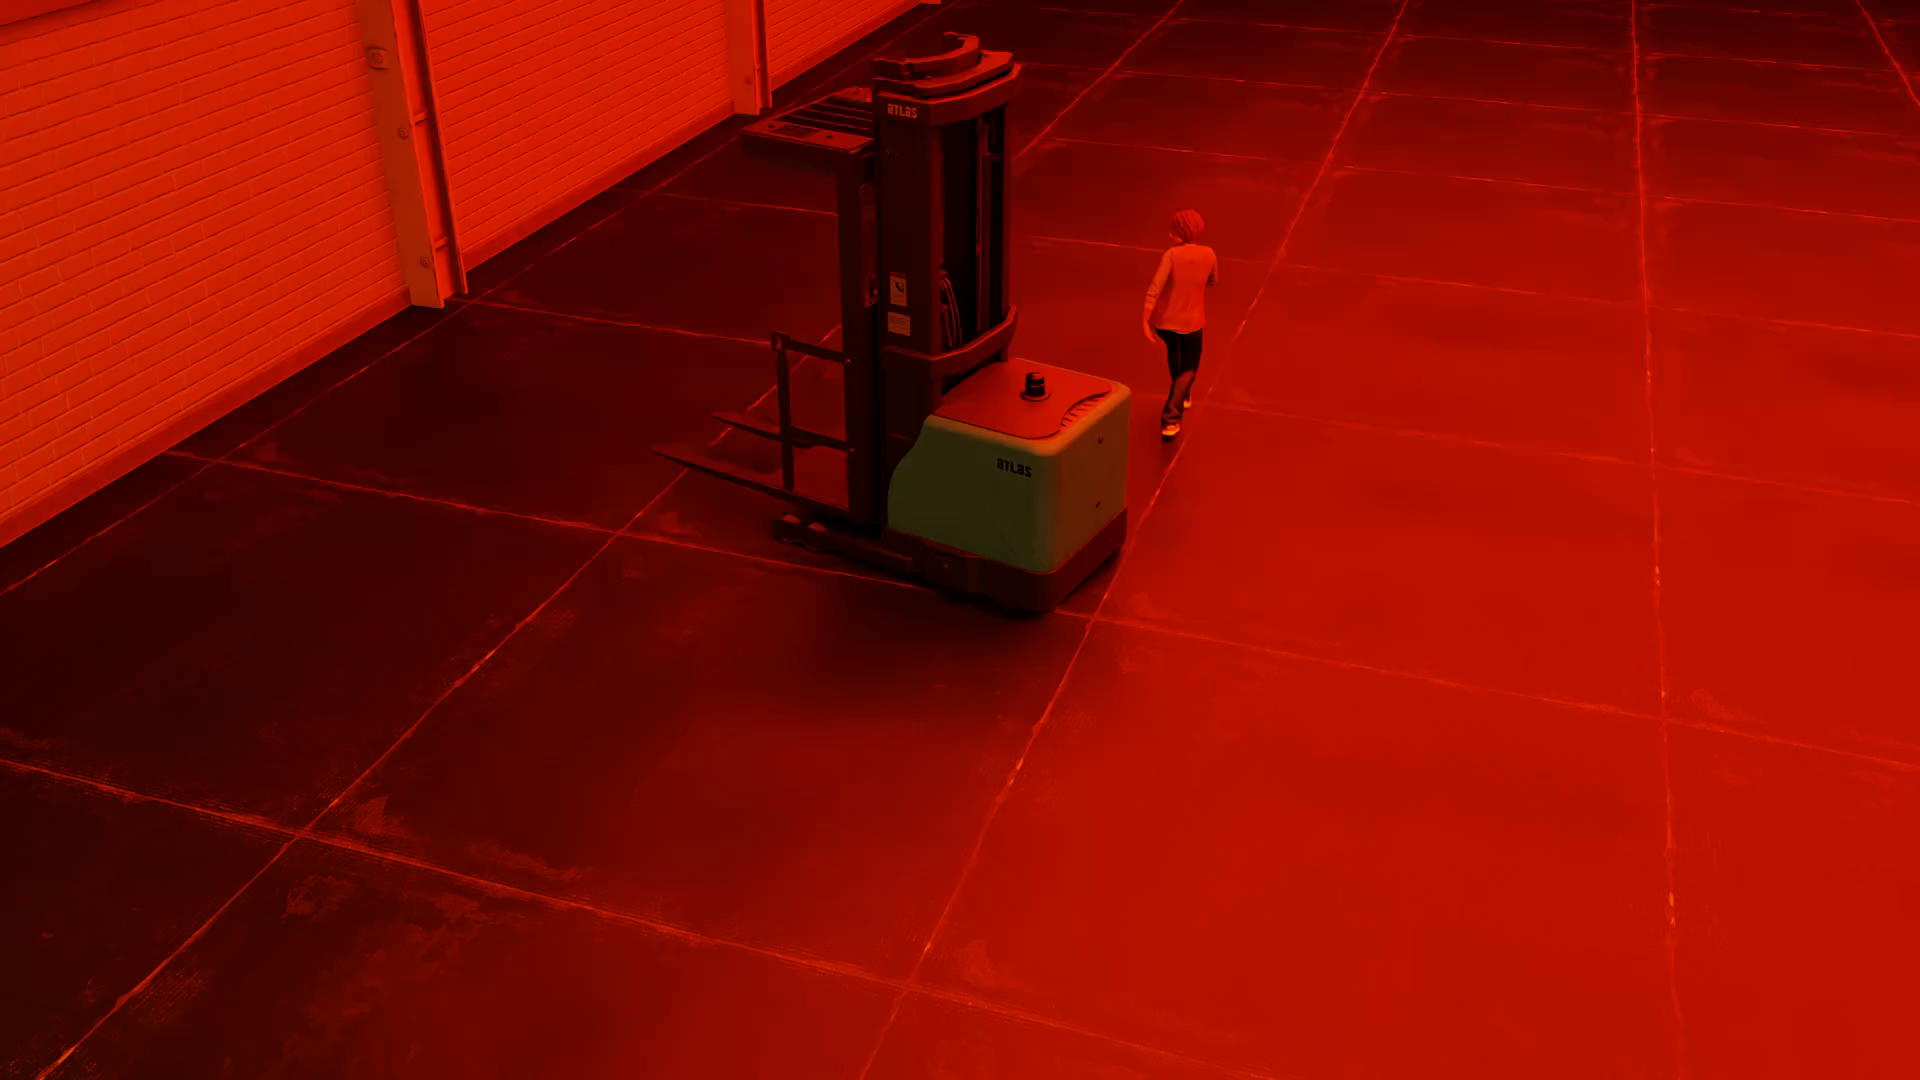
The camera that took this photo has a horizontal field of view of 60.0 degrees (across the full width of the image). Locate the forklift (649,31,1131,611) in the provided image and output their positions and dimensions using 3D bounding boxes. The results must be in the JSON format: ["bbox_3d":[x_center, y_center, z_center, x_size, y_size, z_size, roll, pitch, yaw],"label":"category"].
[{"bbox_3d":[-0.533,-1.411,9.612,3.031,2.935,1.130,17,34,27],"label":"forklift"}]

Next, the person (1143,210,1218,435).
[{"bbox_3d":[1.488,-1.478,11.190,0.429,1.540,0.839,7,30,12],"label":"person"}]
